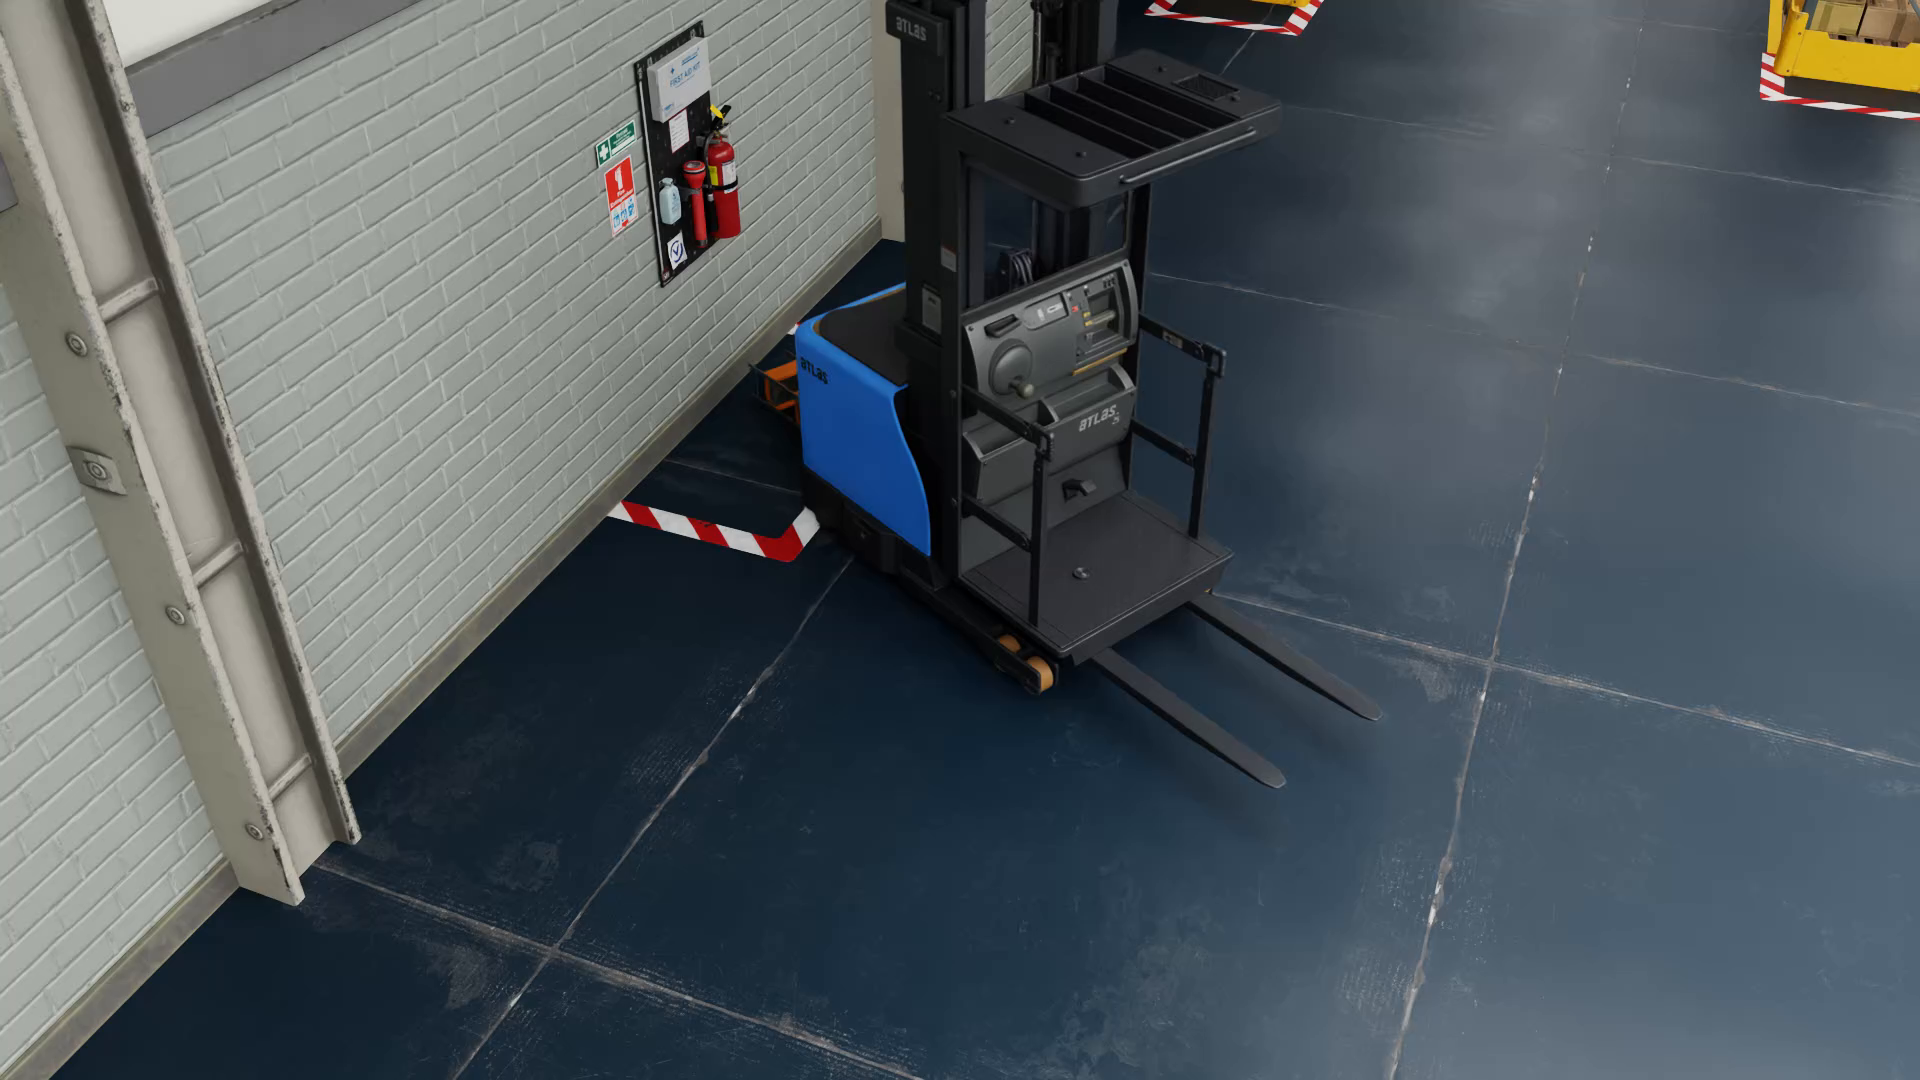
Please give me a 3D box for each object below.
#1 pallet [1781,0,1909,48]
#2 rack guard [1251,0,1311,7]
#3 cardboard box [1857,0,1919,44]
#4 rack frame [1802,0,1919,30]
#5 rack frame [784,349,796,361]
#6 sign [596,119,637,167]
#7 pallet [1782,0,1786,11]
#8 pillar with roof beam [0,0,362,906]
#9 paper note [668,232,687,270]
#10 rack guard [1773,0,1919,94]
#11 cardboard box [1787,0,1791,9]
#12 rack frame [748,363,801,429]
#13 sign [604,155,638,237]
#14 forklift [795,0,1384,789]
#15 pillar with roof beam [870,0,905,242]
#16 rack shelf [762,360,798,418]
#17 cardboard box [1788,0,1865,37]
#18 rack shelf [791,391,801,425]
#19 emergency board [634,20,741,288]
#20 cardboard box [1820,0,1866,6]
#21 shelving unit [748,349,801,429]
[{"bbox_3d":[7.324,-4.191,13.681,1.003,0.211,1.213,14,39,18],"label":"pallet"},{"bbox_3d":[2.518,-5.042,14.578,1.175,0.500,0.348,14,39,18],"label":"rack guard"},{"bbox_3d":[7.481,-4.188,13.294,0.500,0.250,0.500,14,39,18],"label":"cardboard box"},{"bbox_3d":[7.071,-4.875,12.267,1.000,3.000,0.127,14,39,18],"label":"rack frame"},{"bbox_3d":[-0.648,-0.756,9.070,0.008,0.200,1.050,-26,43,-32],"label":"rack frame"},{"bbox_3d":[-1.599,-1.849,7.746,0.001,0.109,0.331,14,39,18],"label":"sign"},{"bbox_3d":[7.789,-4.864,14.581,1.003,0.211,1.213,14,39,18],"label":"pallet"},{"bbox_3d":[1.370,-1.364,2.559,9.100,9.000,0.400,14,39,18],"label":"pillar with roof beam"},{"bbox_3d":[-1.435,-1.469,8.446,0.016,0.148,0.142,14,39,18],"label":"paper note"},{"bbox_3d":[7.062,-3.860,12.997,1.175,0.500,0.348,14,39,18],"label":"rack guard"},{"bbox_3d":[7.181,-4.586,13.826,0.500,0.250,0.500,14,39,18],"label":"cardboard box"},{"bbox_3d":[-0.835,-0.665,8.942,0.008,0.200,1.050,-26,43,-32],"label":"rack frame"},{"bbox_3d":[-1.609,-1.636,7.904,0.001,0.329,0.234,14,39,18],"label":"sign"},{"bbox_3d":[0.535,-0.837,6.921,1.130,2.935,3.031,-27,44,-31],"label":"forklift"},{"bbox_3d":[3.653,-4.686,7.003,9.100,9.000,0.400,14,39,18],"label":"pillar with roof beam"},{"bbox_3d":[-0.917,-0.832,9.176,0.240,0.215,0.259,-26,43,-32],"label":"rack shelf"},{"bbox_3d":[7.002,-4.306,13.451,0.500,0.250,0.500,14,39,18],"label":"cardboard box"},{"bbox_3d":[-0.735,-0.706,8.999,0.240,0.215,0.259,-26,43,-32],"label":"rack shelf"},{"bbox_3d":[-1.303,-1.904,8.293,0.194,1.169,0.643,14,39,18],"label":"emergency board"},{"bbox_3d":[7.000,-4.607,13.228,0.500,0.500,0.500,14,39,18],"label":"cardboard box"},{"bbox_3d":[-0.741,-0.711,9.006,0.252,0.215,1.050,-26,43,-32],"label":"shelving unit"}]
